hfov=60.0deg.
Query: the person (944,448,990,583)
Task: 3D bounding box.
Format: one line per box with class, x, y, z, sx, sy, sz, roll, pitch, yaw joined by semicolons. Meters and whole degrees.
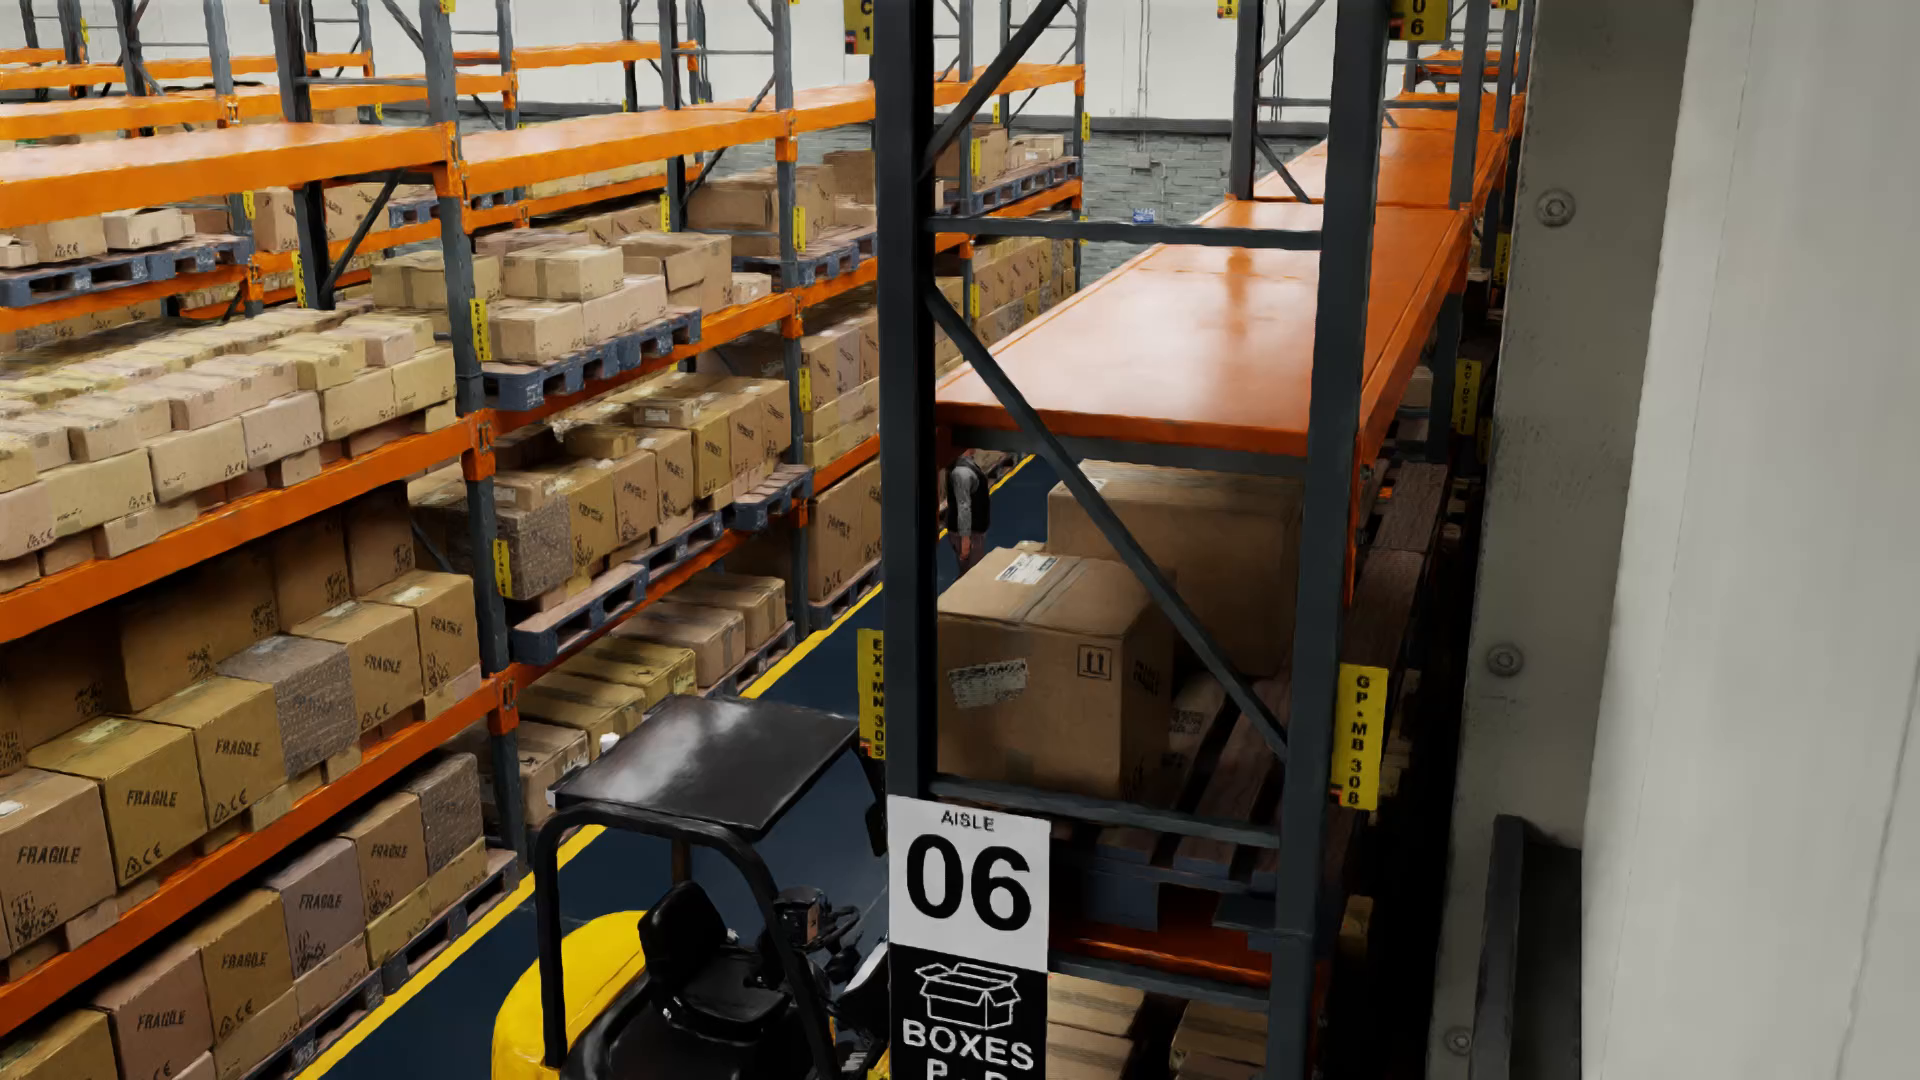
person;0.081;-0.057;13.125;0.477;1.723;0.592;-1;19;-4
